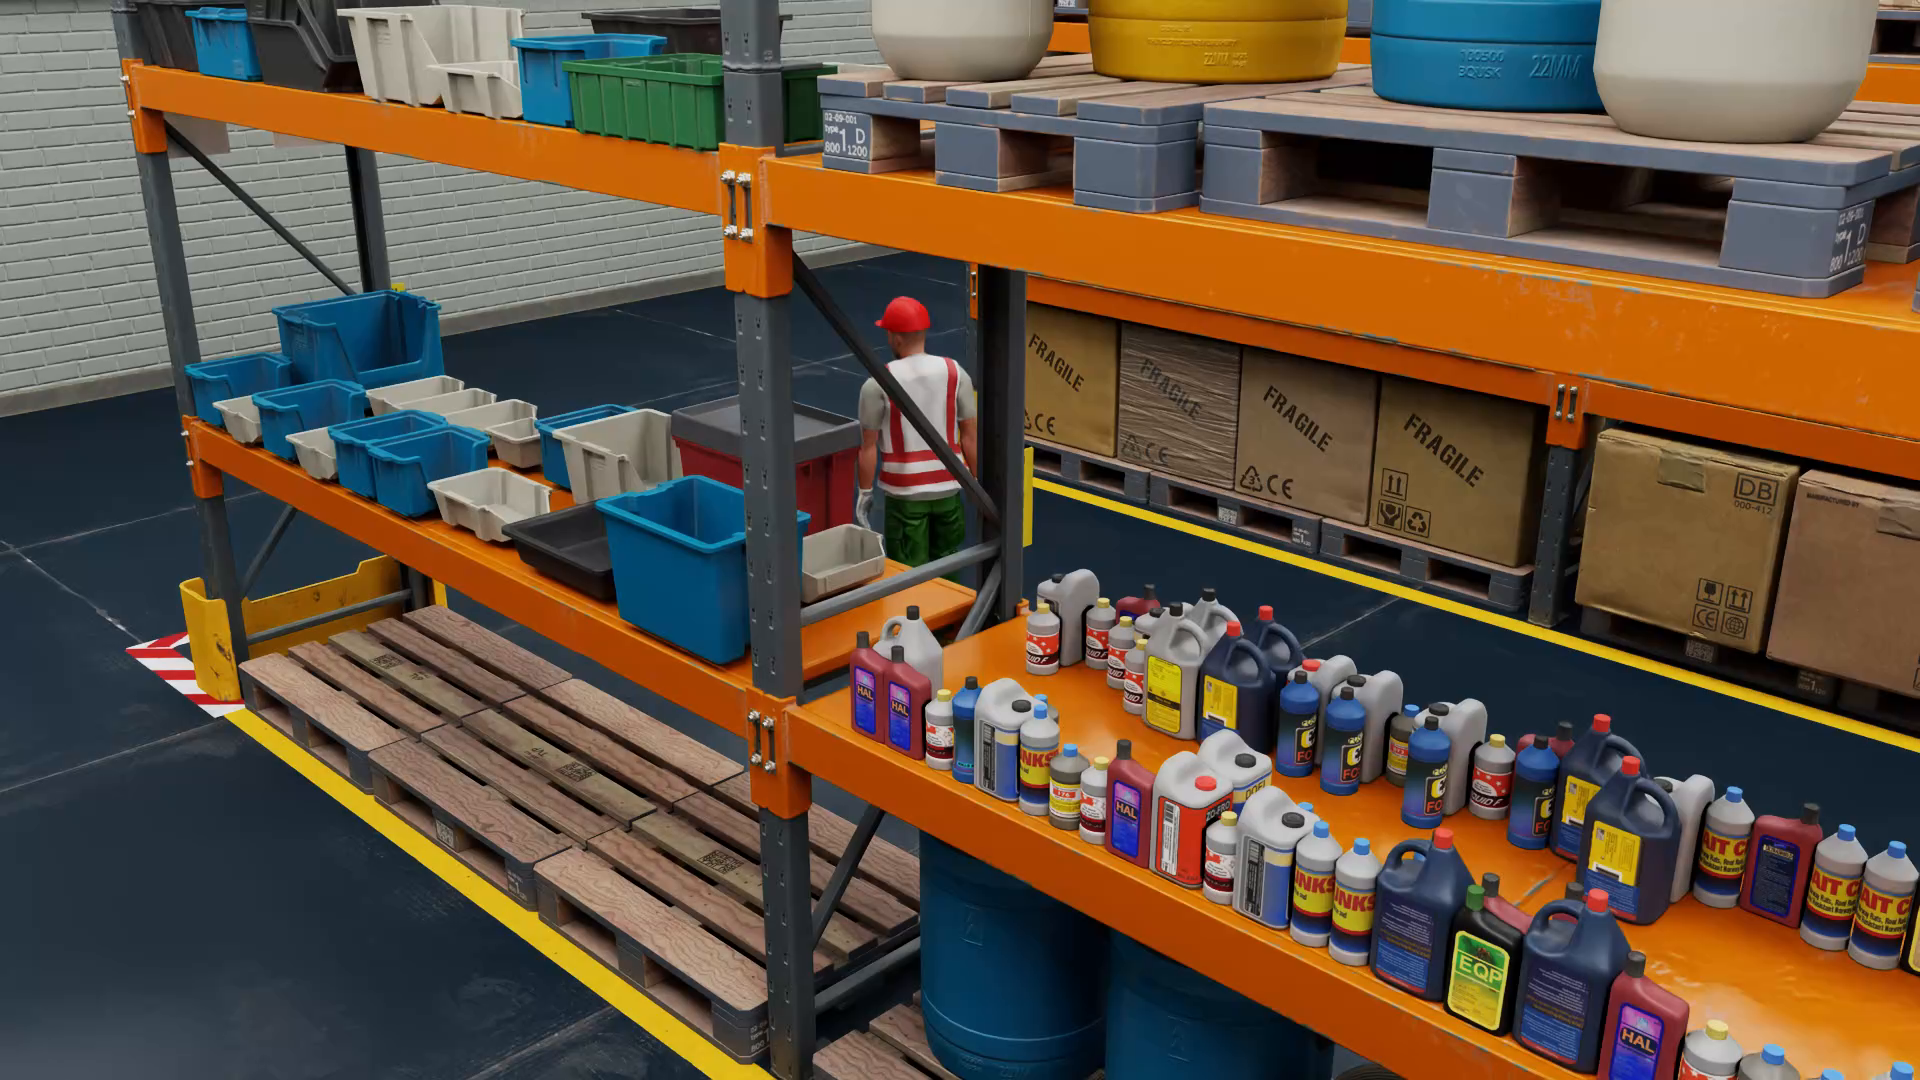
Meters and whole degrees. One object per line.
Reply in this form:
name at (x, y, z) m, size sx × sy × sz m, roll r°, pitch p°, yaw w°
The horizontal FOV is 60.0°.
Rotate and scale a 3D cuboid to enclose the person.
person at (-0.186, -0.228, 7.669) m, size 0.625 × 1.784 × 0.729 m, roll -7°, pitch 21°, yaw -18°
